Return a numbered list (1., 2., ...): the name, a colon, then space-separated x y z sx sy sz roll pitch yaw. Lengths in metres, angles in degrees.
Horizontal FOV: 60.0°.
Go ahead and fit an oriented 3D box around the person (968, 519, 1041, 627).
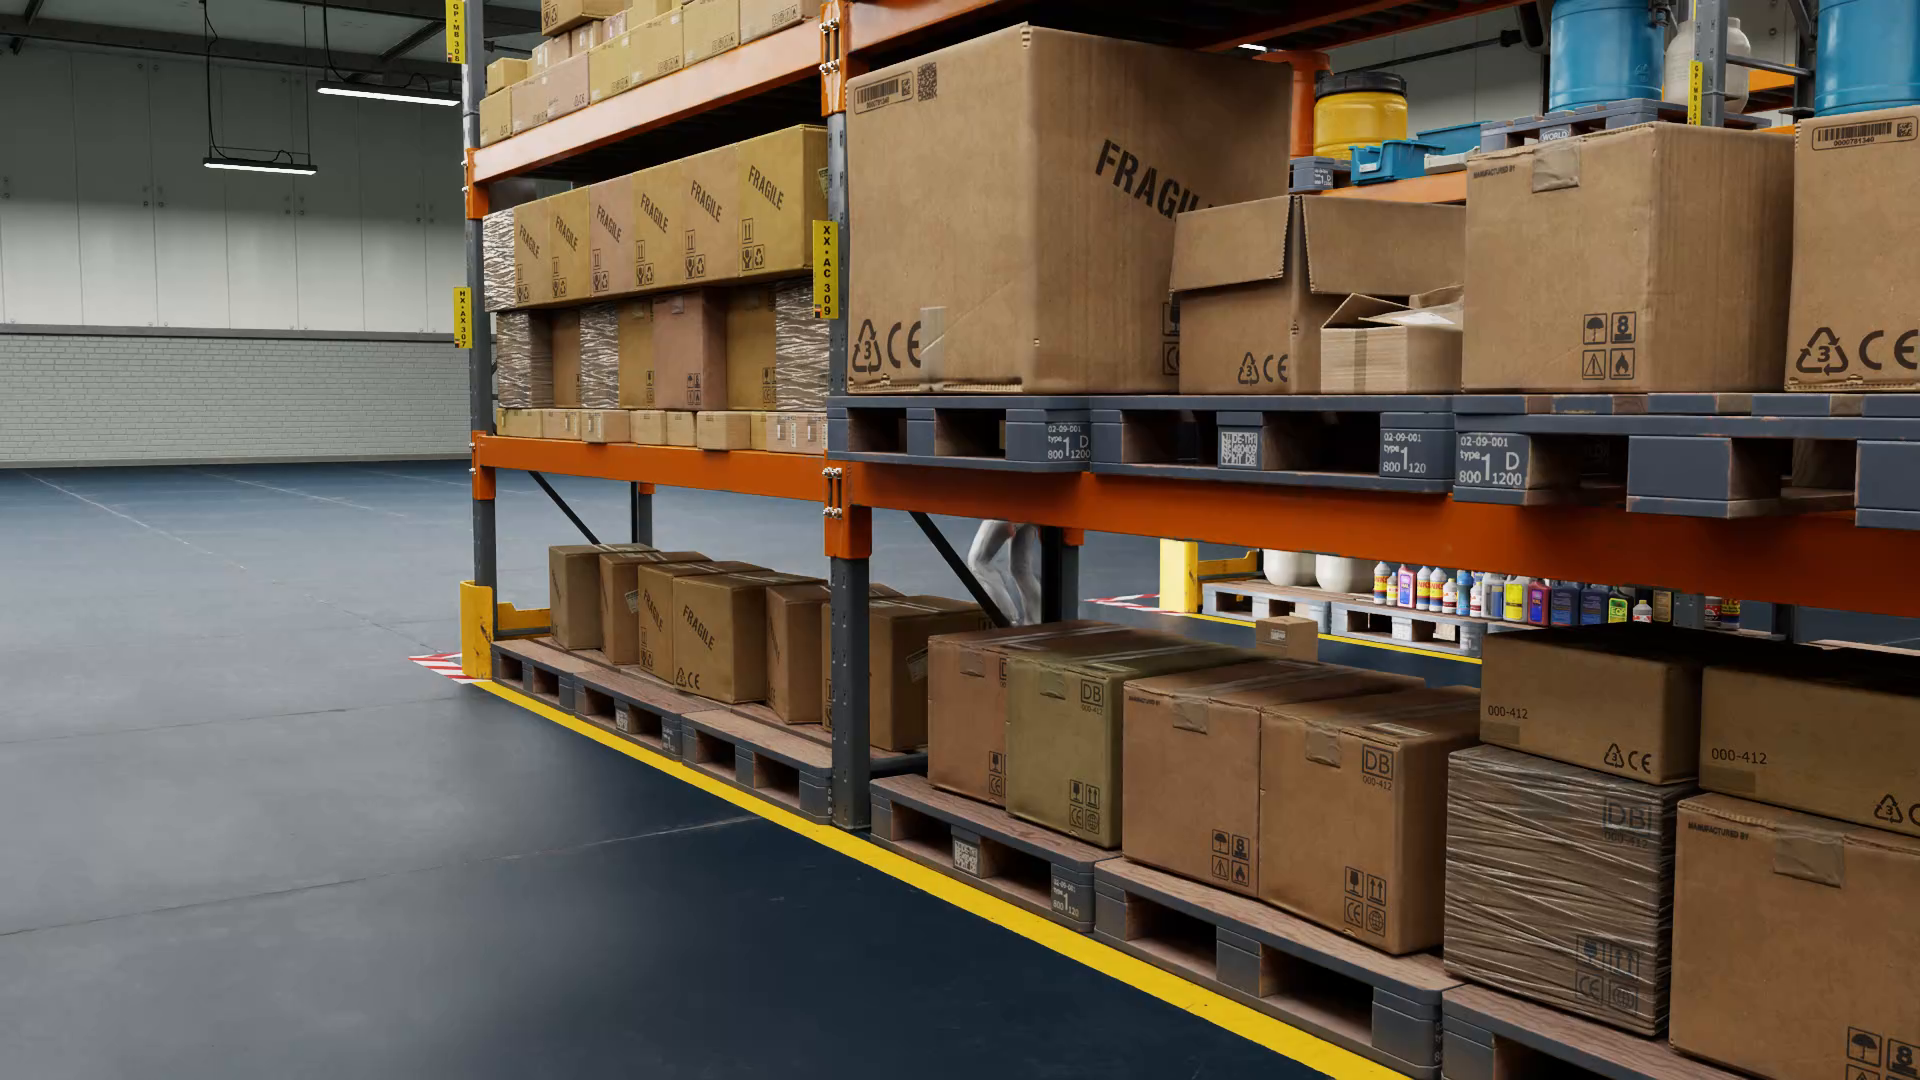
1. person: 0.306 -0.134 9.740 0.449 1.622 0.422 3 6 29
